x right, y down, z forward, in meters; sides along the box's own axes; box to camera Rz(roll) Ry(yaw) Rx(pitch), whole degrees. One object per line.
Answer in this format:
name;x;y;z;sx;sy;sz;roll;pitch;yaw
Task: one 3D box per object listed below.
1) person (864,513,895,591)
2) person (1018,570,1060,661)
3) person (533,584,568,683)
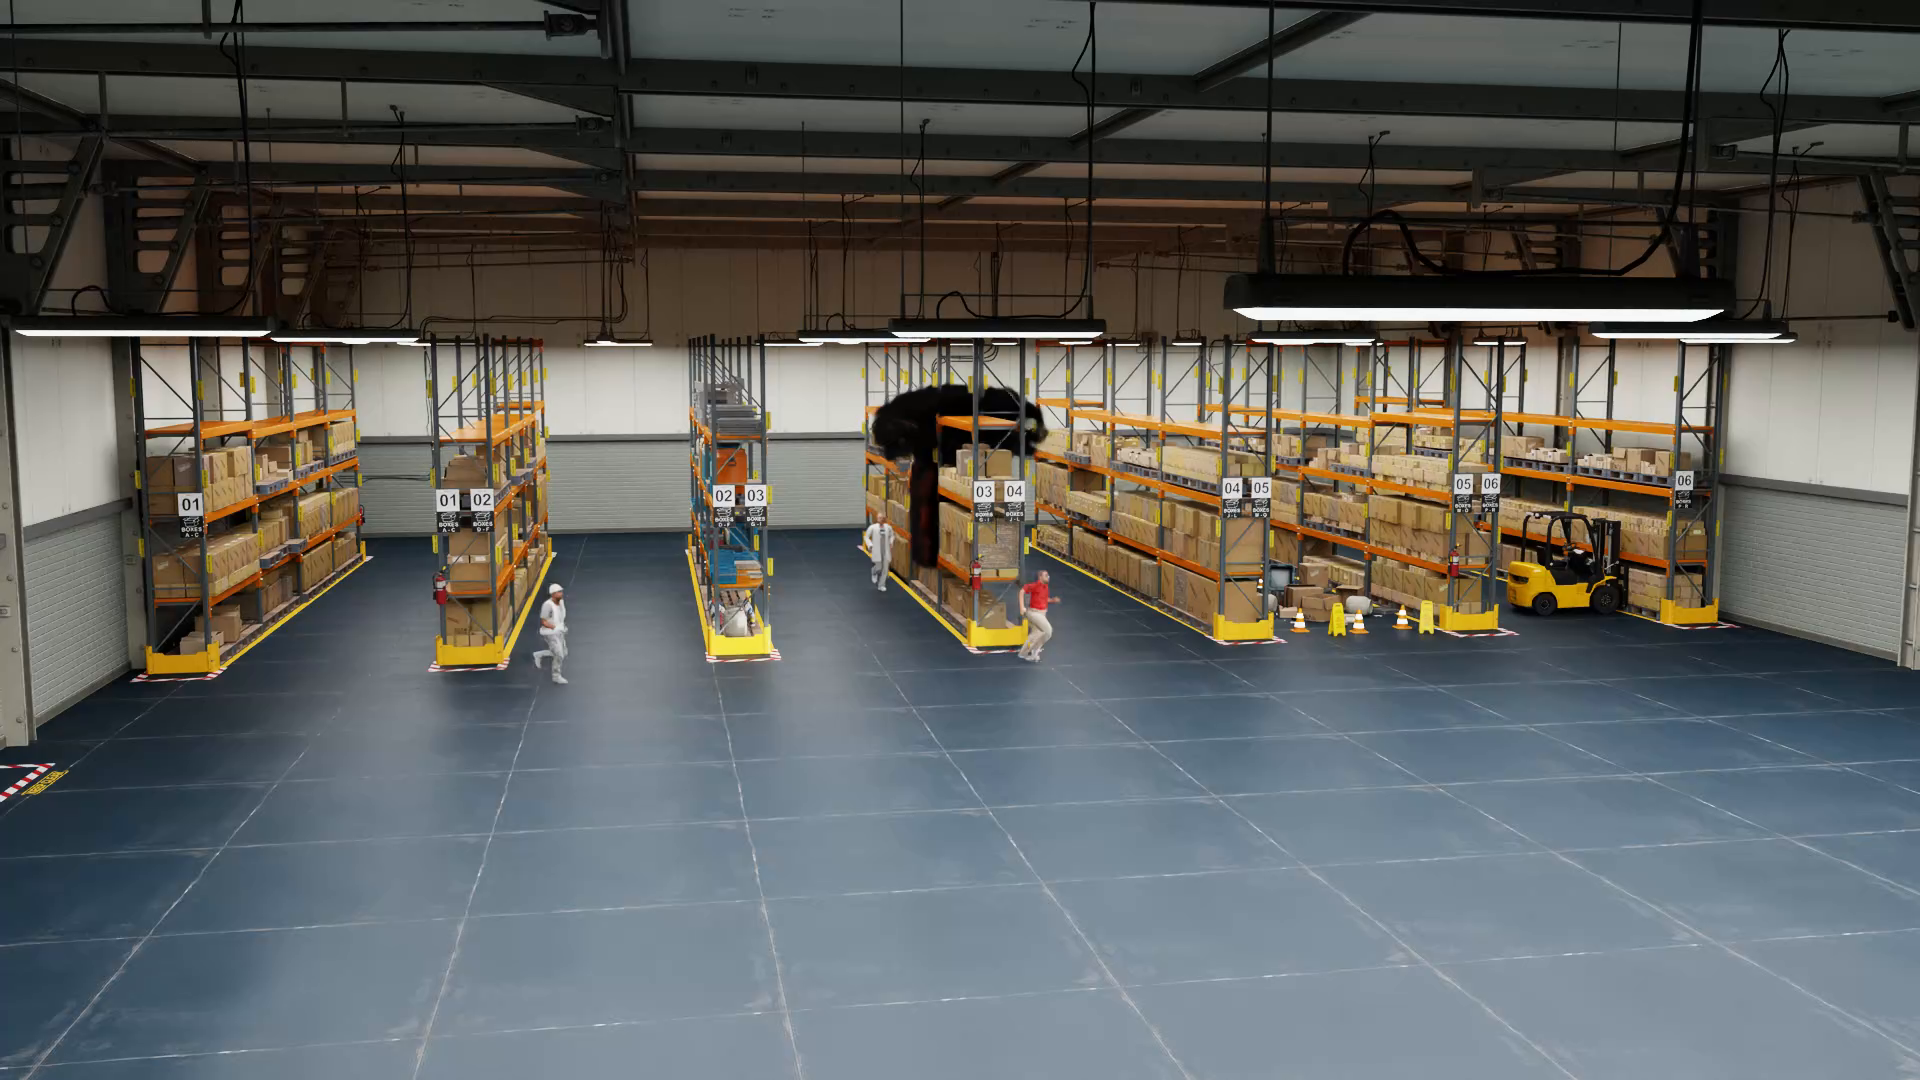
person;-1.800;0.263;37.652;0.713;1.744;0.683;-2;7;-18
person;1.445;1.388;30.433;0.789;1.673;0.699;3;7;26
person;-7.037;1.609;28.621;0.717;1.734;0.722;1;7;12
